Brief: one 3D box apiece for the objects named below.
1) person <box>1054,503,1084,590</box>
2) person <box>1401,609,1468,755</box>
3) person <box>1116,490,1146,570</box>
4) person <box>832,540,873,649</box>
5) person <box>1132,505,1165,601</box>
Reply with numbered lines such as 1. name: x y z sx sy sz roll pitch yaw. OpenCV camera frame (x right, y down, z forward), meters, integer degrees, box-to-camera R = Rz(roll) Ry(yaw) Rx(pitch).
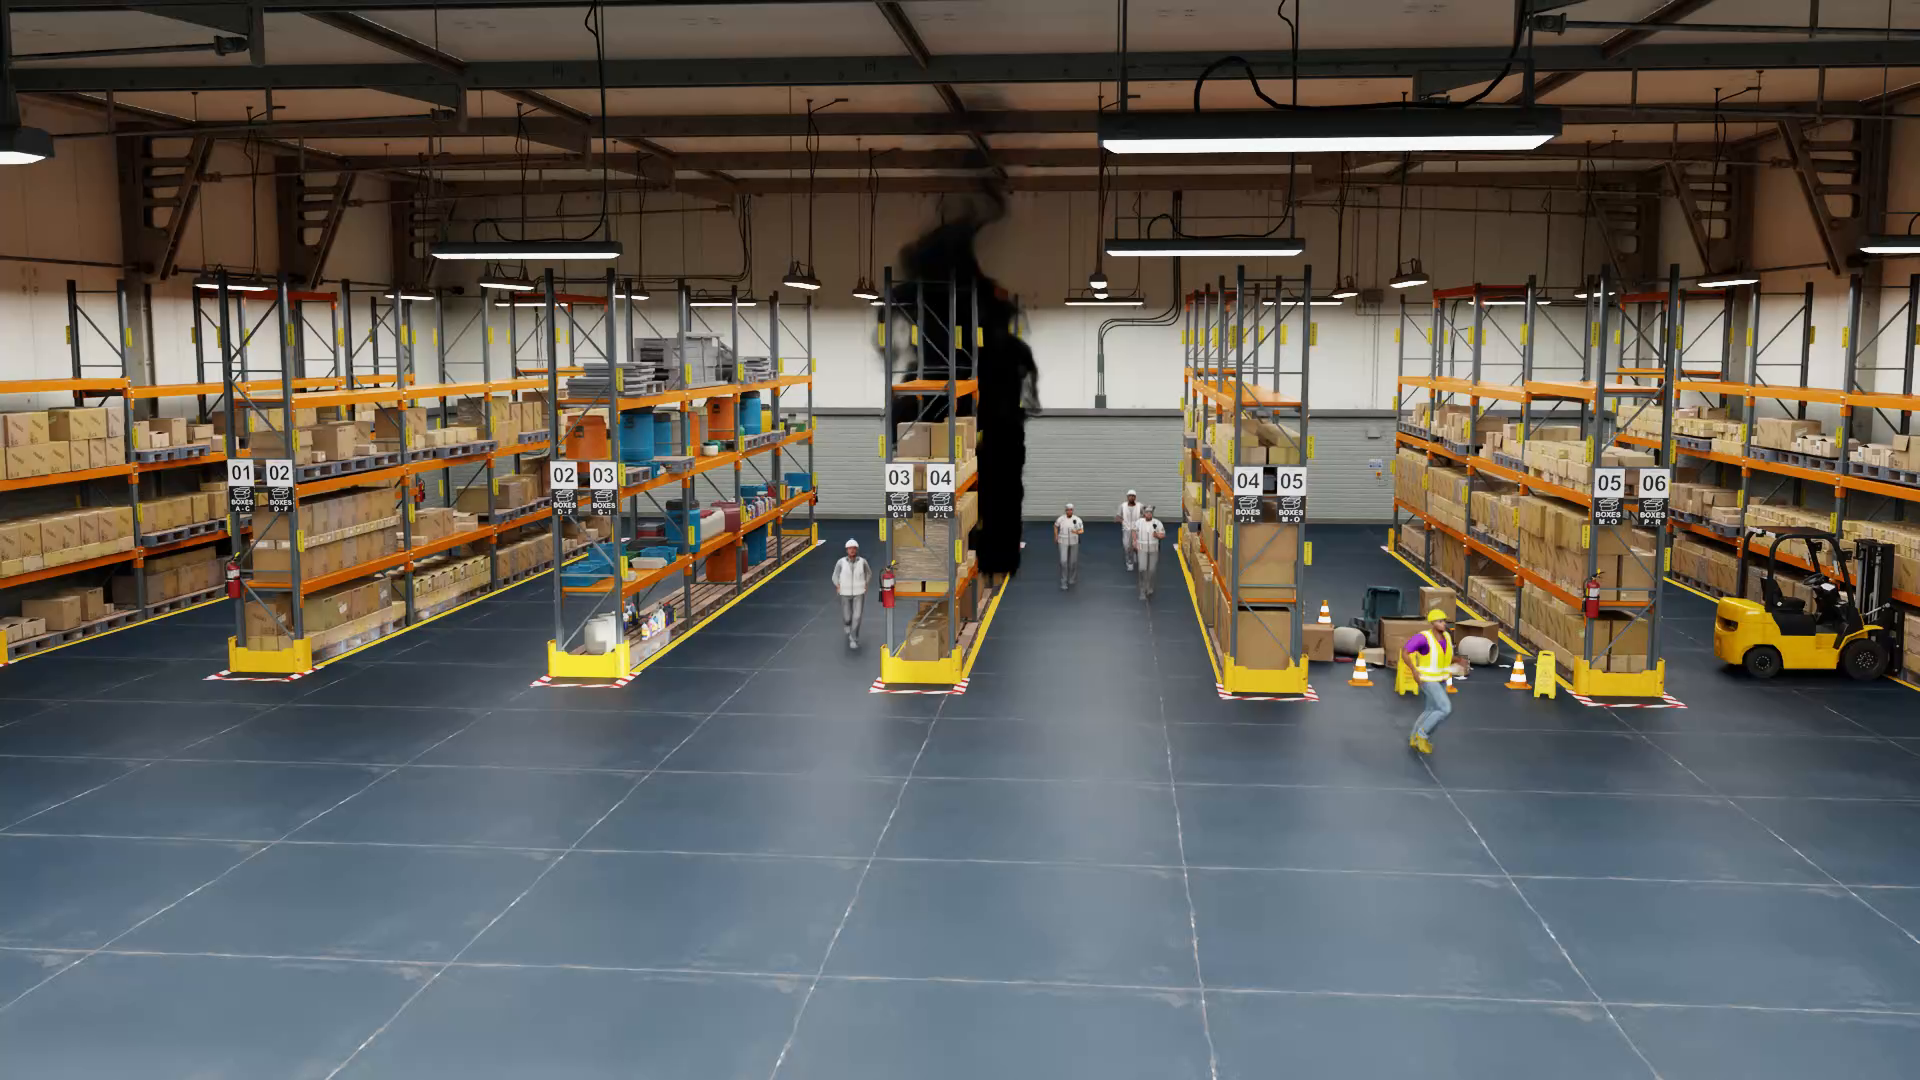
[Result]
1. person: 2.186 0.123 33.442 0.583 1.729 0.771 0 7 -1
2. person: 5.754 1.711 20.067 0.668 1.767 0.679 -6 9 -39
3. person: 3.700 -0.209 35.859 0.683 1.737 0.594 1 7 8
4. person: -1.753 0.865 27.121 0.663 1.750 0.756 -1 7 -5
5. person: 3.636 0.229 32.077 0.641 1.844 0.741 0 7 4
